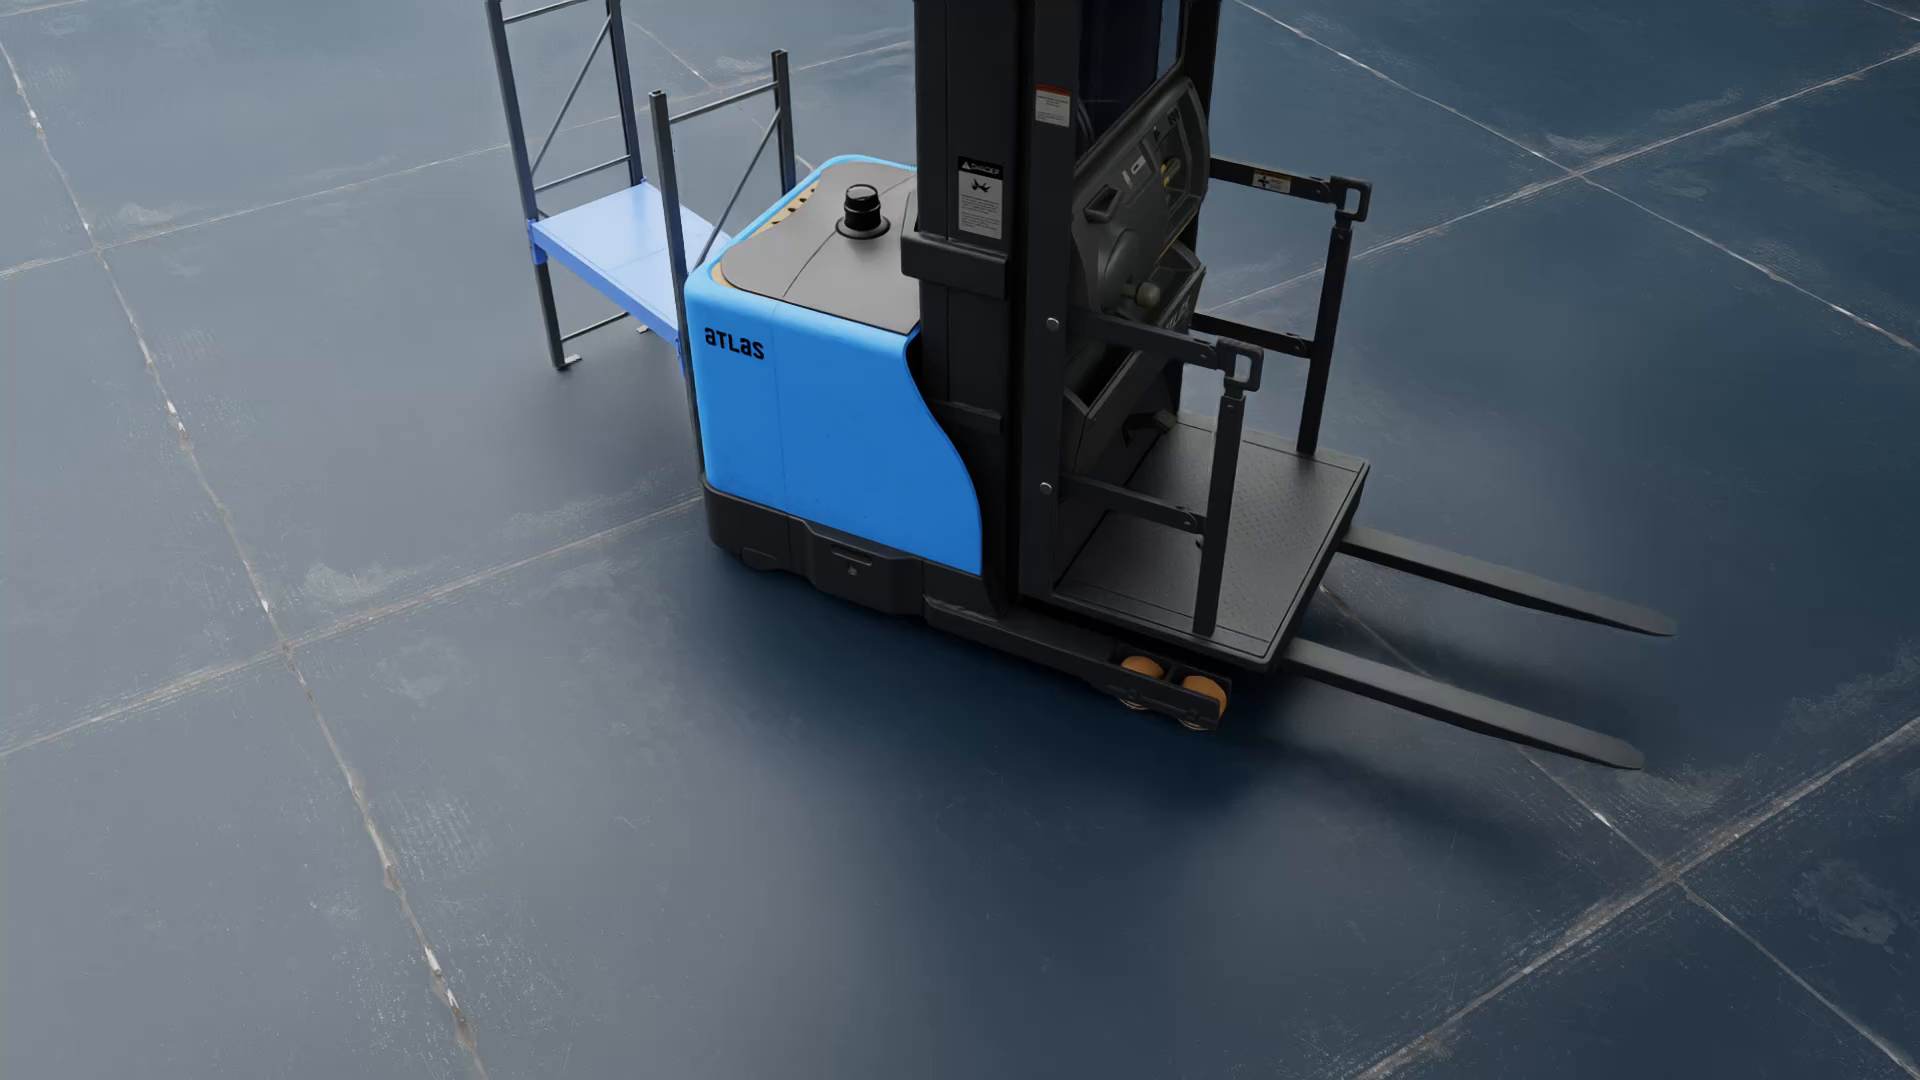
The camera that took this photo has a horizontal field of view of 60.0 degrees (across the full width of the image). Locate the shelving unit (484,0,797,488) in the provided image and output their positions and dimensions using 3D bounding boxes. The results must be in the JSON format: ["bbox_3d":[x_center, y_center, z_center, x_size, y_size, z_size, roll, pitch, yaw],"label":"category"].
[{"bbox_3d":[-1.079,-1.118,5.920,0.538,1.500,1.048,-29,48,-30],"label":"shelving unit"}]

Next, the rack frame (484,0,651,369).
[{"bbox_3d":[-1.414,-1.362,6.213,0.500,1.500,0.032,-29,48,-30],"label":"rack frame"}]

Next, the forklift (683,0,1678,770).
[{"bbox_3d":[0.695,-0.939,4.588,3.031,2.935,1.130,18,43,20],"label":"forklift"}]

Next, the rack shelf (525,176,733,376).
[{"bbox_3d":[-1.079,-0.979,6.035,0.538,0.185,1.000,-29,48,-30],"label":"rack shelf"}]

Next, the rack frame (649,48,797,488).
[{"bbox_3d":[-0.744,-0.873,5.626,0.500,1.500,0.032,-29,48,-30],"label":"rack frame"}]
